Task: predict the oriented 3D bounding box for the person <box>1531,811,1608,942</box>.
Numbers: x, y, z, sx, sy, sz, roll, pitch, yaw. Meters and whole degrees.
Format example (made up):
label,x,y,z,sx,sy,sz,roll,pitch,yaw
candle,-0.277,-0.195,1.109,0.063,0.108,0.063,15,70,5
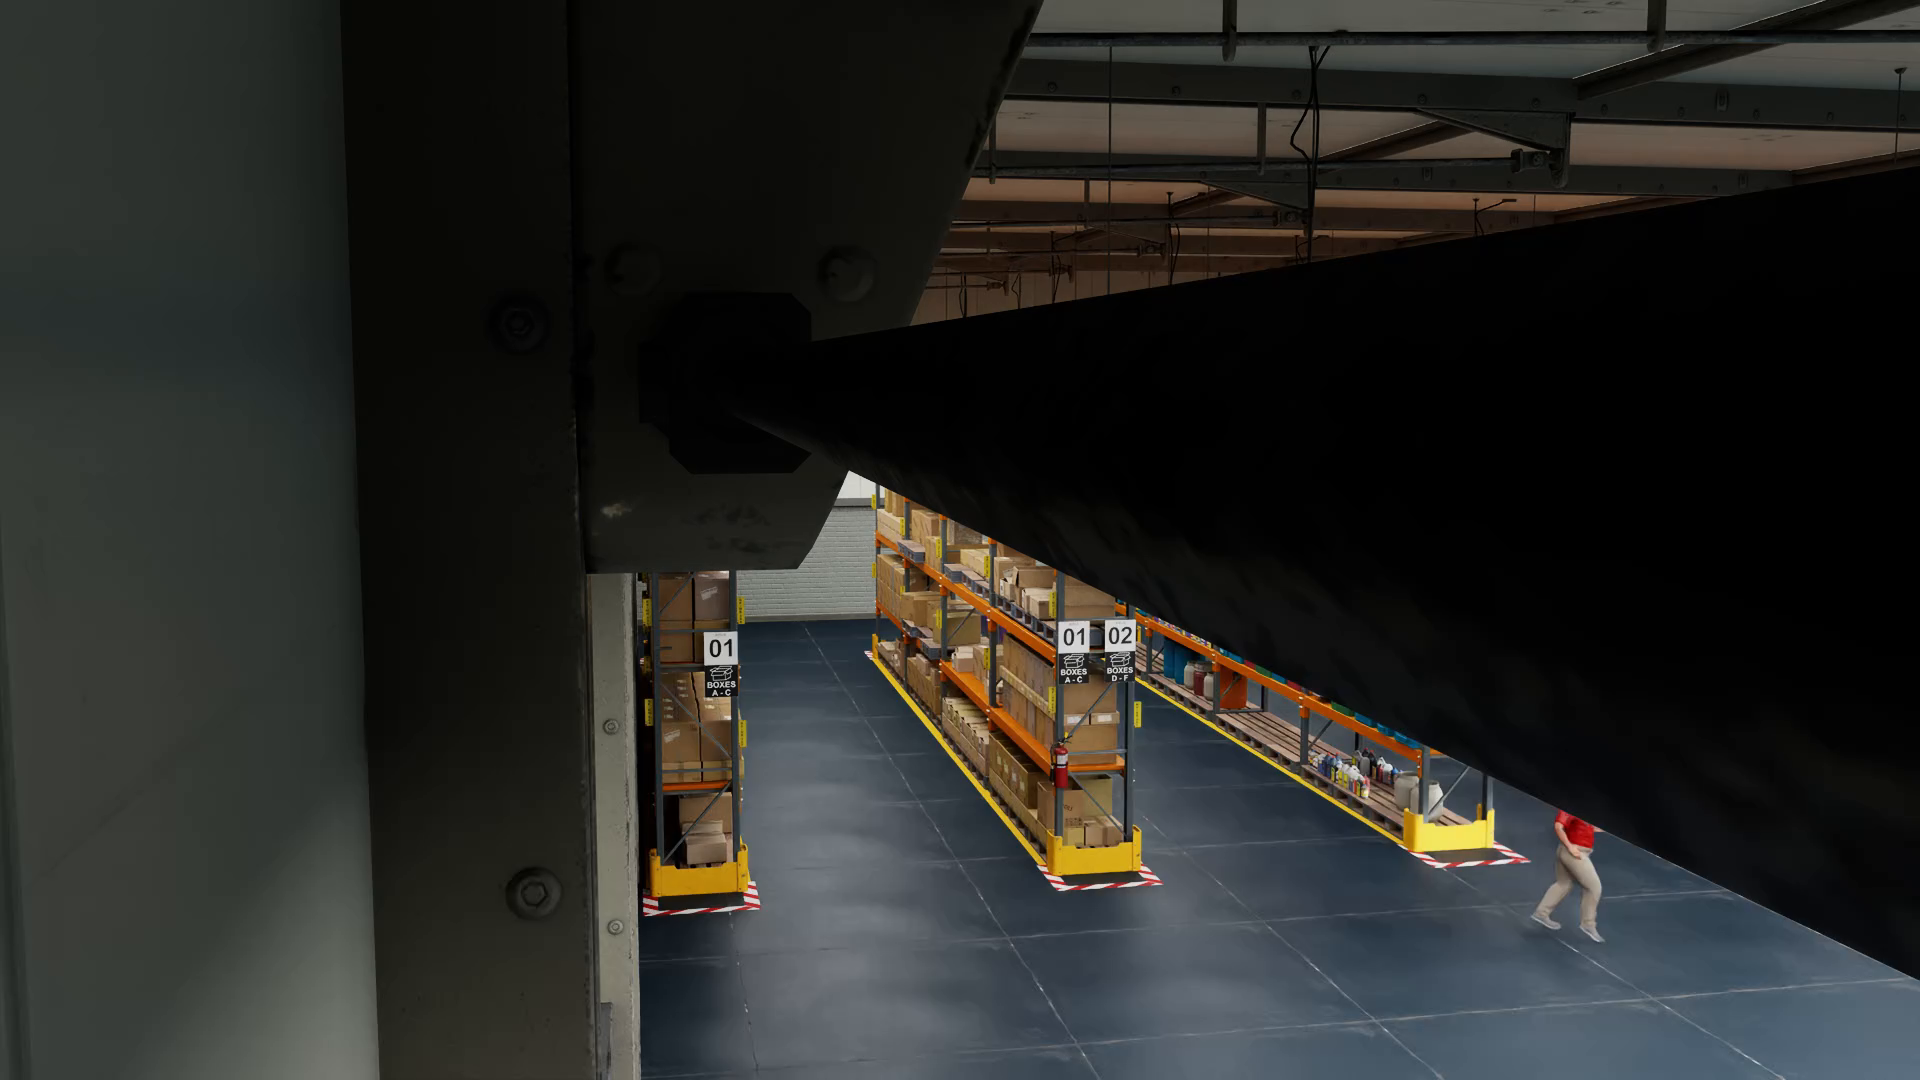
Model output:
label,x,y,z,sx,sy,sz,roll,pitch,yaw
person,6.847,3.582,18.575,0.800,1.802,0.642,1,6,8
